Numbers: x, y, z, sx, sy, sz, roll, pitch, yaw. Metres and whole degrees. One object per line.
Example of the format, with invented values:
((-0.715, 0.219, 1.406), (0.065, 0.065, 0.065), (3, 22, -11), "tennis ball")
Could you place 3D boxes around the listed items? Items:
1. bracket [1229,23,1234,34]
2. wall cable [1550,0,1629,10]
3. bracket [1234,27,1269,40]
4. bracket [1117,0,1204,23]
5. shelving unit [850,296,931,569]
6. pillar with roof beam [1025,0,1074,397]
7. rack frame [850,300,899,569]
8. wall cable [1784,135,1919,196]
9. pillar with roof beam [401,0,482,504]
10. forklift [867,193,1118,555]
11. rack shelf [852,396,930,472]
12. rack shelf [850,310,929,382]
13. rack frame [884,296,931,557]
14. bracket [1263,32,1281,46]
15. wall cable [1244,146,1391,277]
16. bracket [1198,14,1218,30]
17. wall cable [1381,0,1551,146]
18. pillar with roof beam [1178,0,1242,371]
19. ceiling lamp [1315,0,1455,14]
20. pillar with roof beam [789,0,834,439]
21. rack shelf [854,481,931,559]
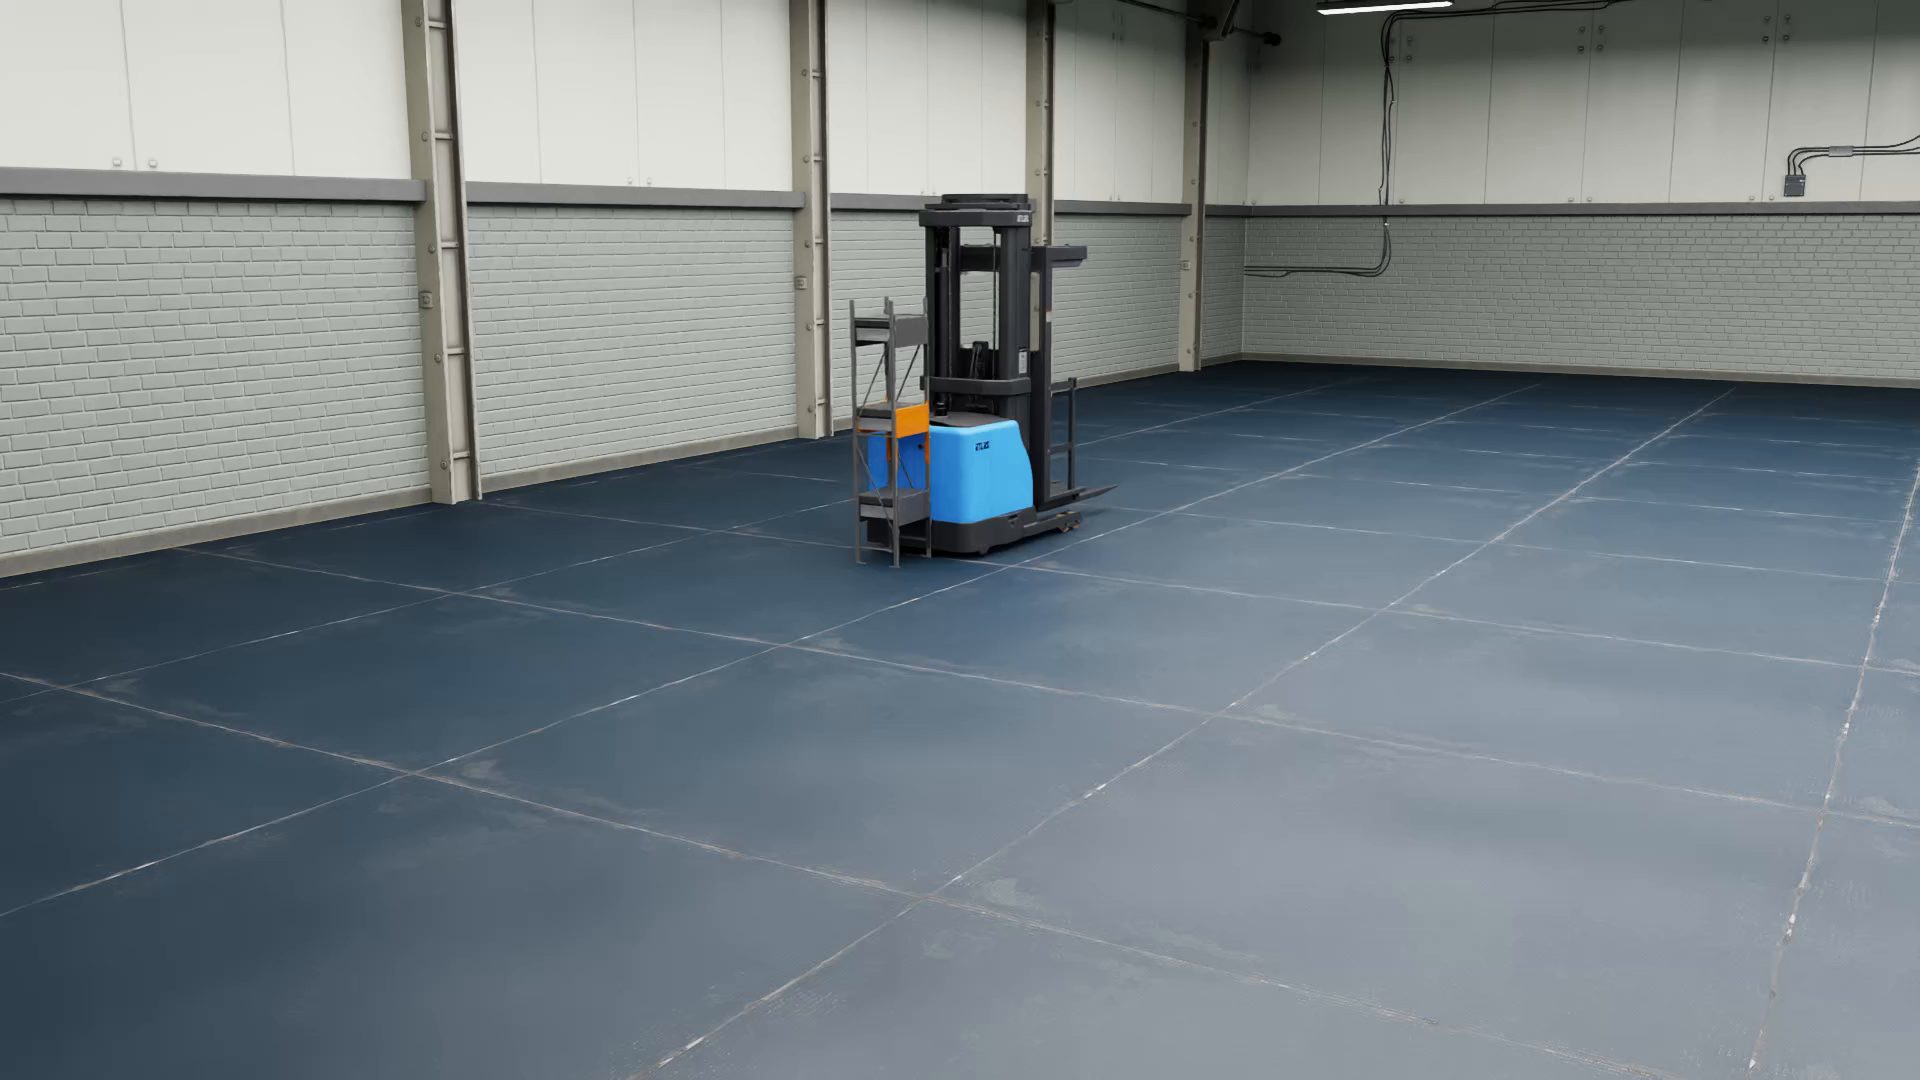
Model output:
((4.876, -9.448, 30.601), (0.235, 0.232, 0.430), (6, 12, 31), "bracket")
((11.974, -10.622, 29.008), (3.097, 2.526, 0.112), (6, 12, 31), "wall cable")
((5.800, -9.728, 32.096), (0.076, 0.066, 3.189), (6, 12, 31), "bracket")
((3.108, -8.913, 27.739), (0.076, 0.066, 4.783), (6, 12, 31), "bracket")
((-0.547, -0.864, 13.250), (0.431, 2.100, 0.503), (6, 13, 30), "shelving unit")
((4.922, -6.293, 23.528), (9.100, 9.000, 0.548), (6, 12, 31), "pillar with roof beam")
((-0.672, -0.821, 13.046), (0.400, 2.100, 0.015), (6, 13, 30), "rack frame")
((15.123, -8.747, 27.394), (2.305, 6.003, 0.169), (6, 12, 31), "wall cable")
((-1.308, -4.406, 13.447), (9.100, 9.000, 0.400), (6, 12, 31), "pillar with roof beam")
((0.431, -1.546, 14.661), (1.130, 2.935, 3.031), (7, 12, 32), "forklift")
((-0.547, -0.851, 13.253), (0.431, 0.518, 0.480), (6, 13, 30), "rack shelf")
((-0.554, -1.536, 13.112), (0.431, 0.518, 0.480), (6, 13, 30), "rack shelf")
((-0.421, -0.908, 13.455), (0.400, 2.100, 0.015), (6, 13, 30), "rack frame")
((6.107, -9.821, 32.592), (0.235, 0.232, 0.430), (6, 12, 31), "bracket")
((7.017, -6.458, 32.851), (3.097, 2.526, 0.112), (6, 12, 31), "wall cable")
((4.445, -9.318, 29.904), (0.235, 0.232, 0.430), (6, 12, 31), "bracket")
((9.329, -8.682, 31.005), (3.097, 2.526, 0.112), (6, 12, 31), "wall cable")
((8.037, -7.236, 28.568), (9.100, 9.000, 0.548), (6, 12, 31), "pillar with roof beam")
((6.411, -9.455, 24.558), (2.000, 3.185, 0.800), (6, 12, 31), "ceiling lamp")
((1.807, -5.349, 18.487), (9.100, 9.000, 0.400), (6, 12, 31), "pillar with roof beam")
((-0.539, -0.165, 13.394), (0.431, 0.518, 0.480), (6, 13, 30), "rack shelf")
